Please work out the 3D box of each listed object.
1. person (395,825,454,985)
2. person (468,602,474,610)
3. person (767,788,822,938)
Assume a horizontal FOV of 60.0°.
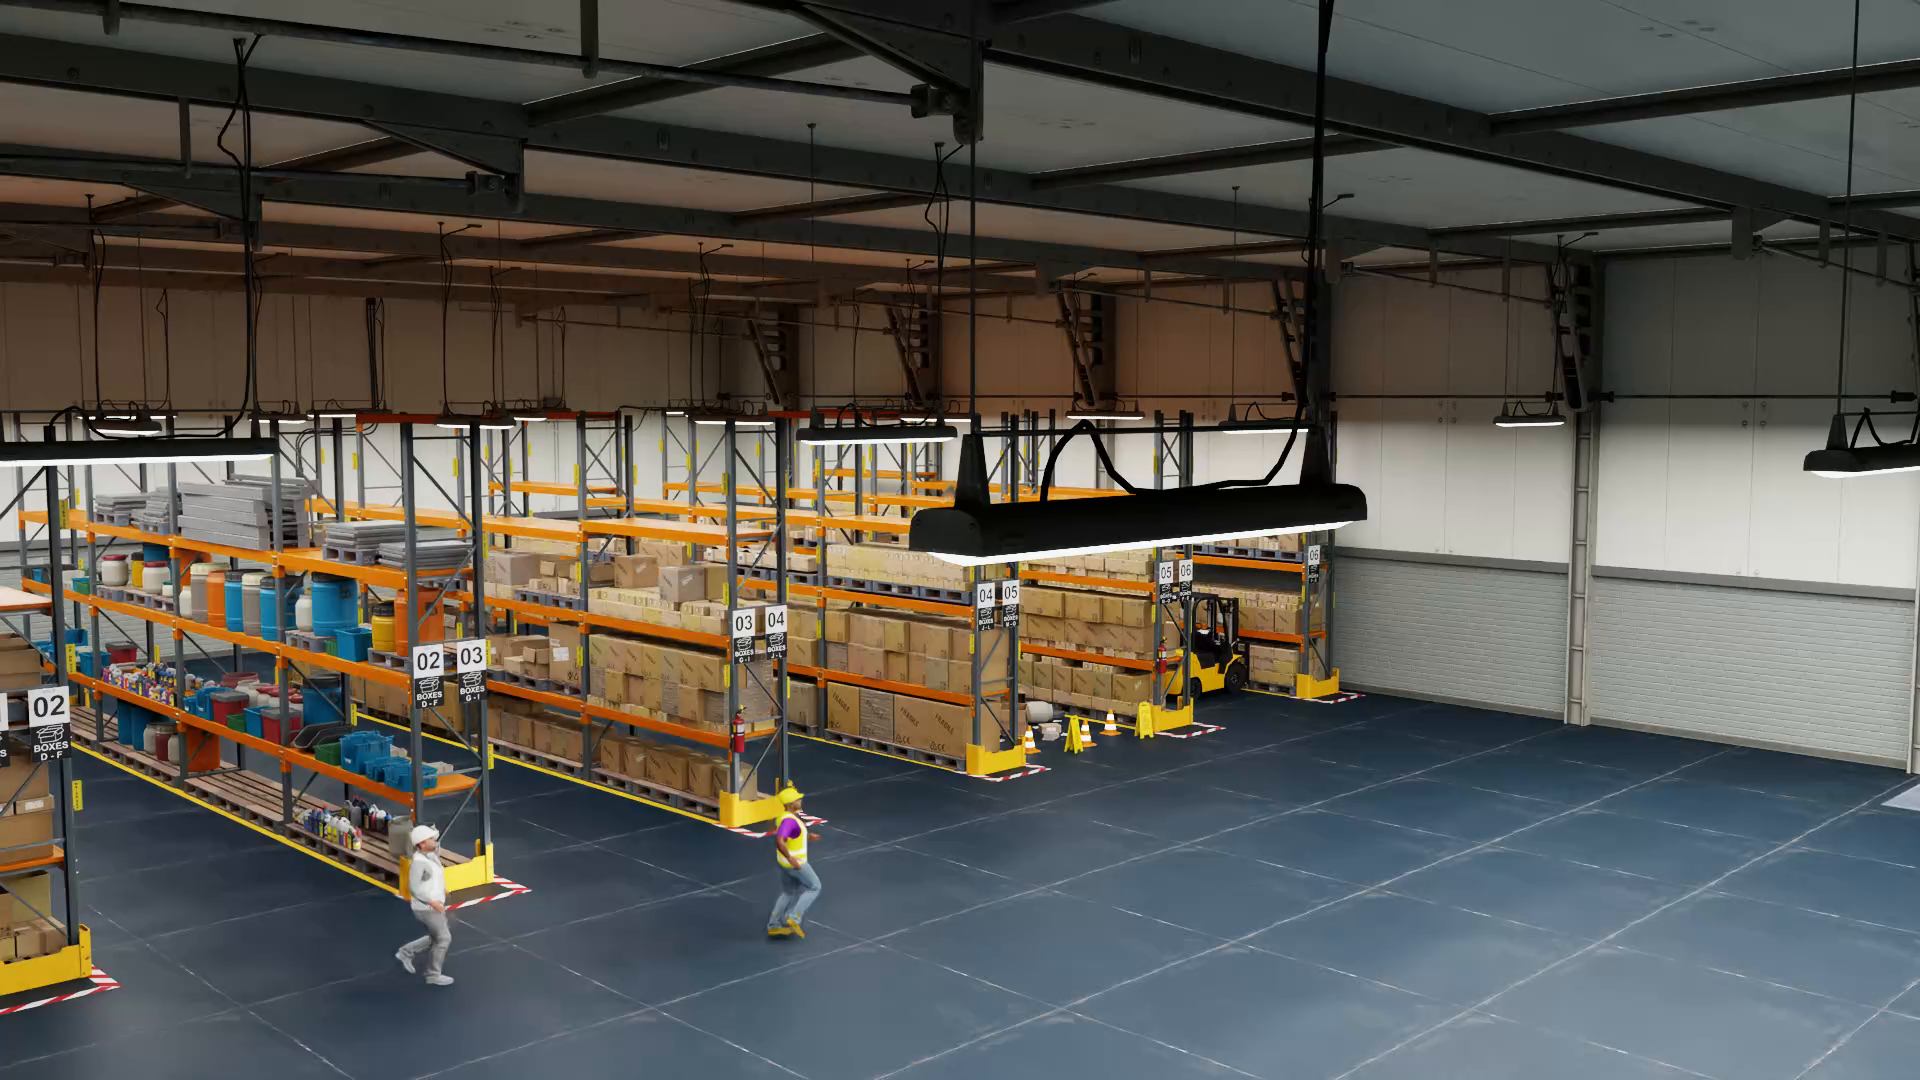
[{"bbox_3d":[-5.771,3.922,17.866,0.601,1.748,0.660,-1,5,-12],"label":"person"},{"bbox_3d":[-11.900,2.026,40.138,0.650,1.639,0.719,-3,6,-32],"label":"person"},{"bbox_3d":[-1.918,3.766,19.414,0.688,1.760,0.681,-2,5,-23],"label":"person"}]
